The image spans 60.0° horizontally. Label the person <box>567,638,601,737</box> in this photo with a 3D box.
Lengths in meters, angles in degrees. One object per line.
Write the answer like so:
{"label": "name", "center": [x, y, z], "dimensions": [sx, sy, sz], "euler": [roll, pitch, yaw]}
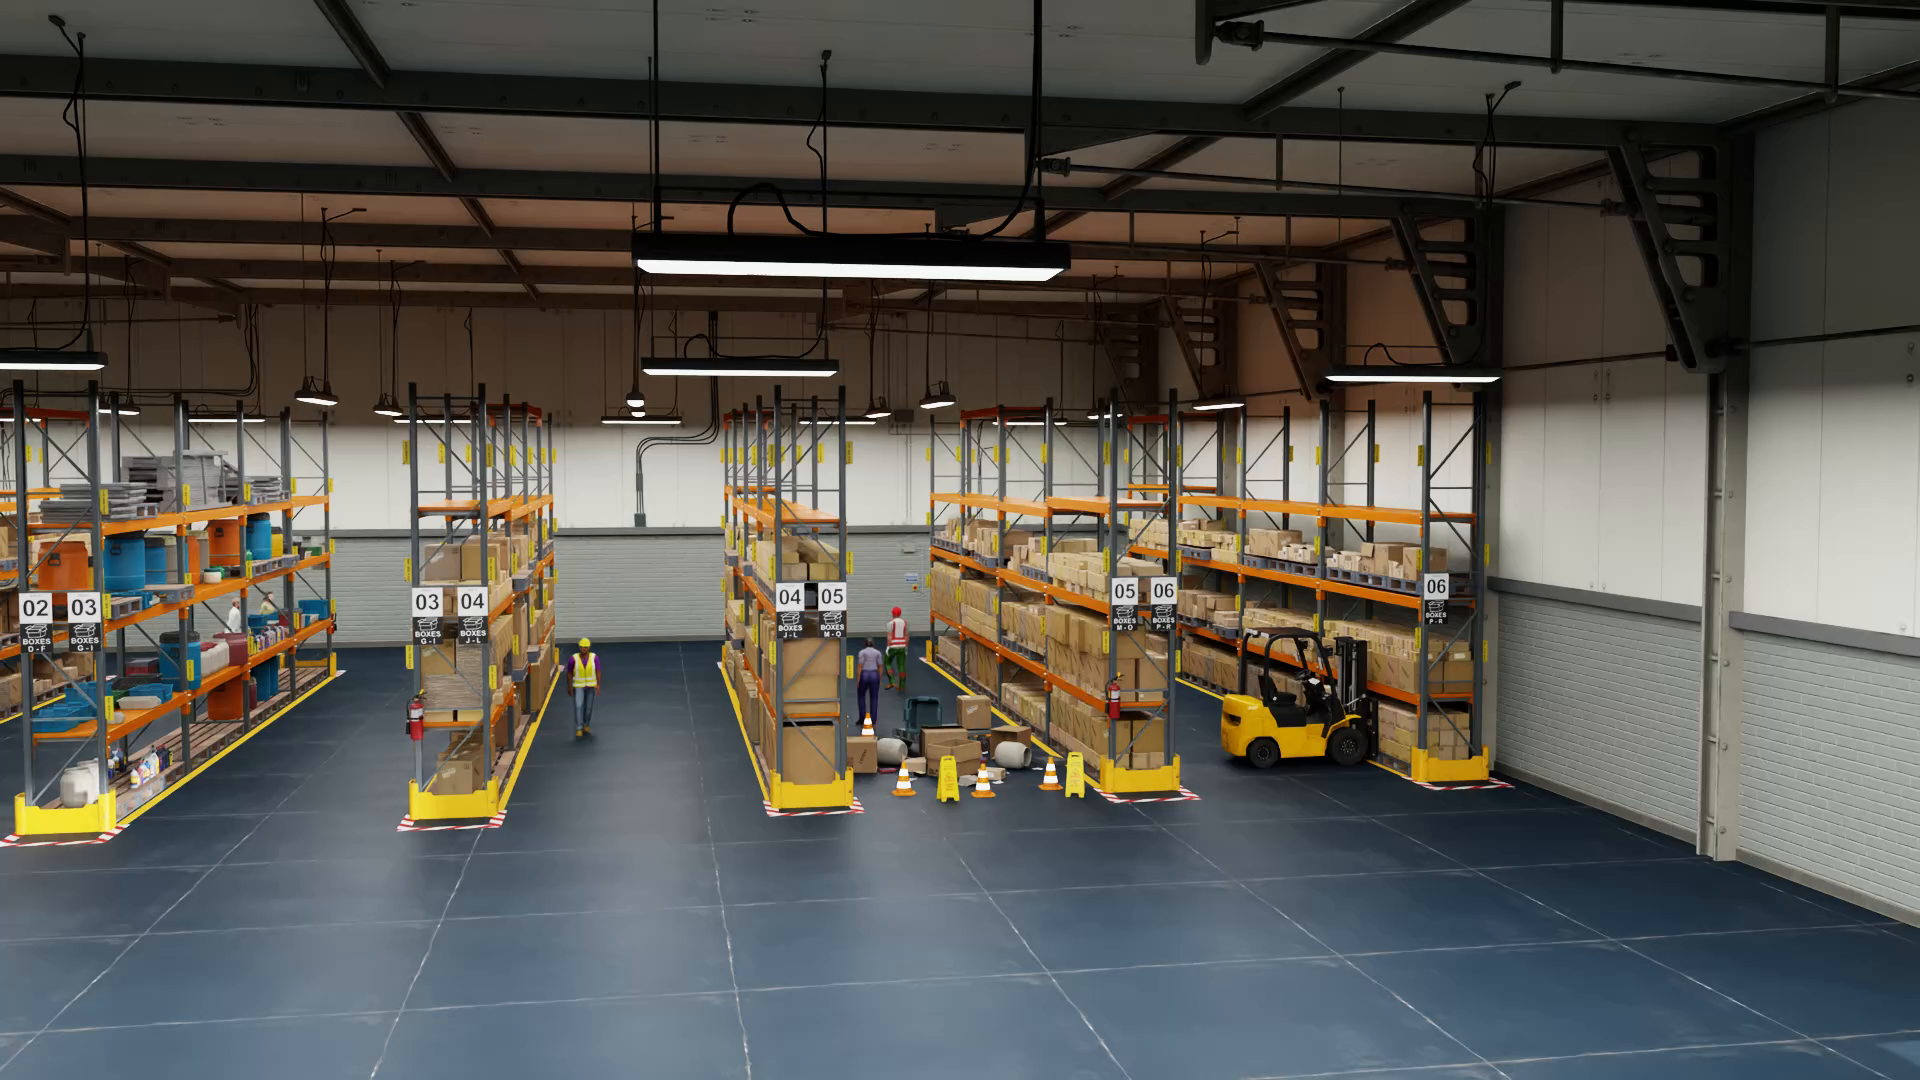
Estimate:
{"label": "person", "center": [-6.687, 2.611, 29.677], "dimensions": [0.584, 1.712, 0.989], "euler": [-1, 3, -23]}

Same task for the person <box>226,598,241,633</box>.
{"label": "person", "center": [-16.567, 2.185, 38.083], "dimensions": [0.990, 1.735, 0.569], "euler": [-2, 4, -38]}

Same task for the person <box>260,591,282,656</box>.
{"label": "person", "center": [-17.329, 2.086, 41.560], "dimensions": [1.063, 1.616, 0.449], "euler": [1, 3, 16]}

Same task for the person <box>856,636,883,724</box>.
{"label": "person", "center": [-1.681, 2.651, 30.953], "dimensions": [0.512, 1.682, 0.606], "euler": [-1, 3, -14]}

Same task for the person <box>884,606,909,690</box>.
{"label": "person", "center": [-1.340, 2.309, 35.443], "dimensions": [0.589, 1.783, 0.536], "euler": [-2, 3, -31]}
